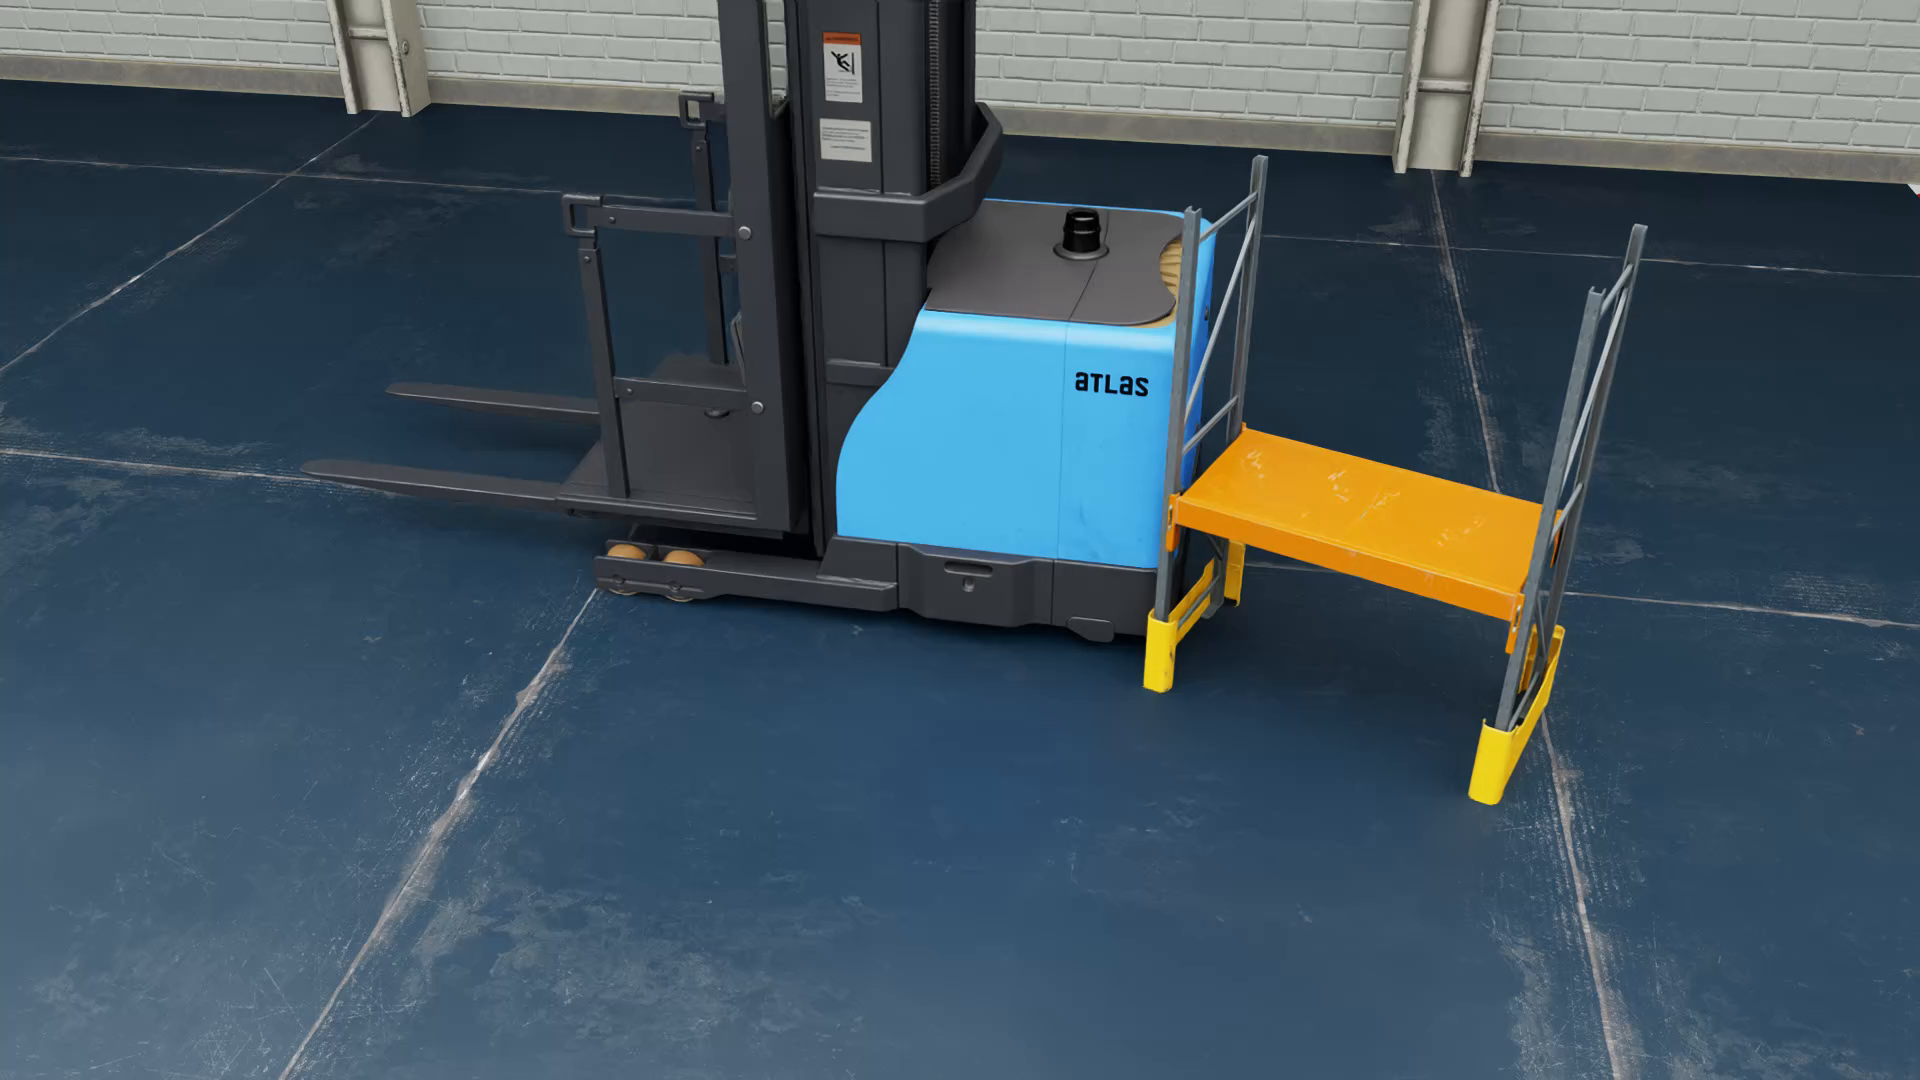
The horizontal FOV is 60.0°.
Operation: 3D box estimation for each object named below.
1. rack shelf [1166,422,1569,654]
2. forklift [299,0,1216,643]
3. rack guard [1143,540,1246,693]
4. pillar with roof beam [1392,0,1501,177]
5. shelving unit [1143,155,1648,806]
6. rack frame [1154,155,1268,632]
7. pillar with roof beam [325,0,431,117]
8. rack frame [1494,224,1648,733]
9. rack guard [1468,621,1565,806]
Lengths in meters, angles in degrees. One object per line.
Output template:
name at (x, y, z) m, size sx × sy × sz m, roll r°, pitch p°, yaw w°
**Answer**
rack shelf at (1.154, -0.031, 4.724) m, size 1.000 × 0.185 × 0.538 m, roll 18°, pitch 36°, yaw 26°
forklift at (-0.724, -1.307, 5.075) m, size 3.031 × 2.935 × 1.130 m, roll 6°, pitch 33°, yaw 10°
rack guard at (0.735, 0.213, 5.173) m, size 0.087 × 0.250 × 0.587 m, roll 18°, pitch 36°, yaw 26°
pillar with roof beam at (1.820, -3.590, 3.004) m, size 0.400 × 9.000 × 9.100 m, roll 5°, pitch 32°, yaw 8°
shelving unit at (1.162, -0.181, 4.625) m, size 1.083 × 1.500 × 0.587 m, roll 18°, pitch 36°, yaw 26°
rack frame at (0.718, -0.322, 4.850) m, size 0.032 × 1.500 × 0.500 m, roll 18°, pitch 36°, yaw 26°
pillar with roof beam at (-4.095, -4.125, 3.859) m, size 0.400 × 9.000 × 9.100 m, roll 5°, pitch 32°, yaw 8°
rack frame at (1.590, -0.044, 4.408) m, size 0.032 × 1.500 × 0.500 m, roll 18°, pitch 36°, yaw 26°
rack guard at (1.589, 0.485, 4.740) m, size 0.087 × 0.250 × 0.587 m, roll 18°, pitch 36°, yaw 26°
